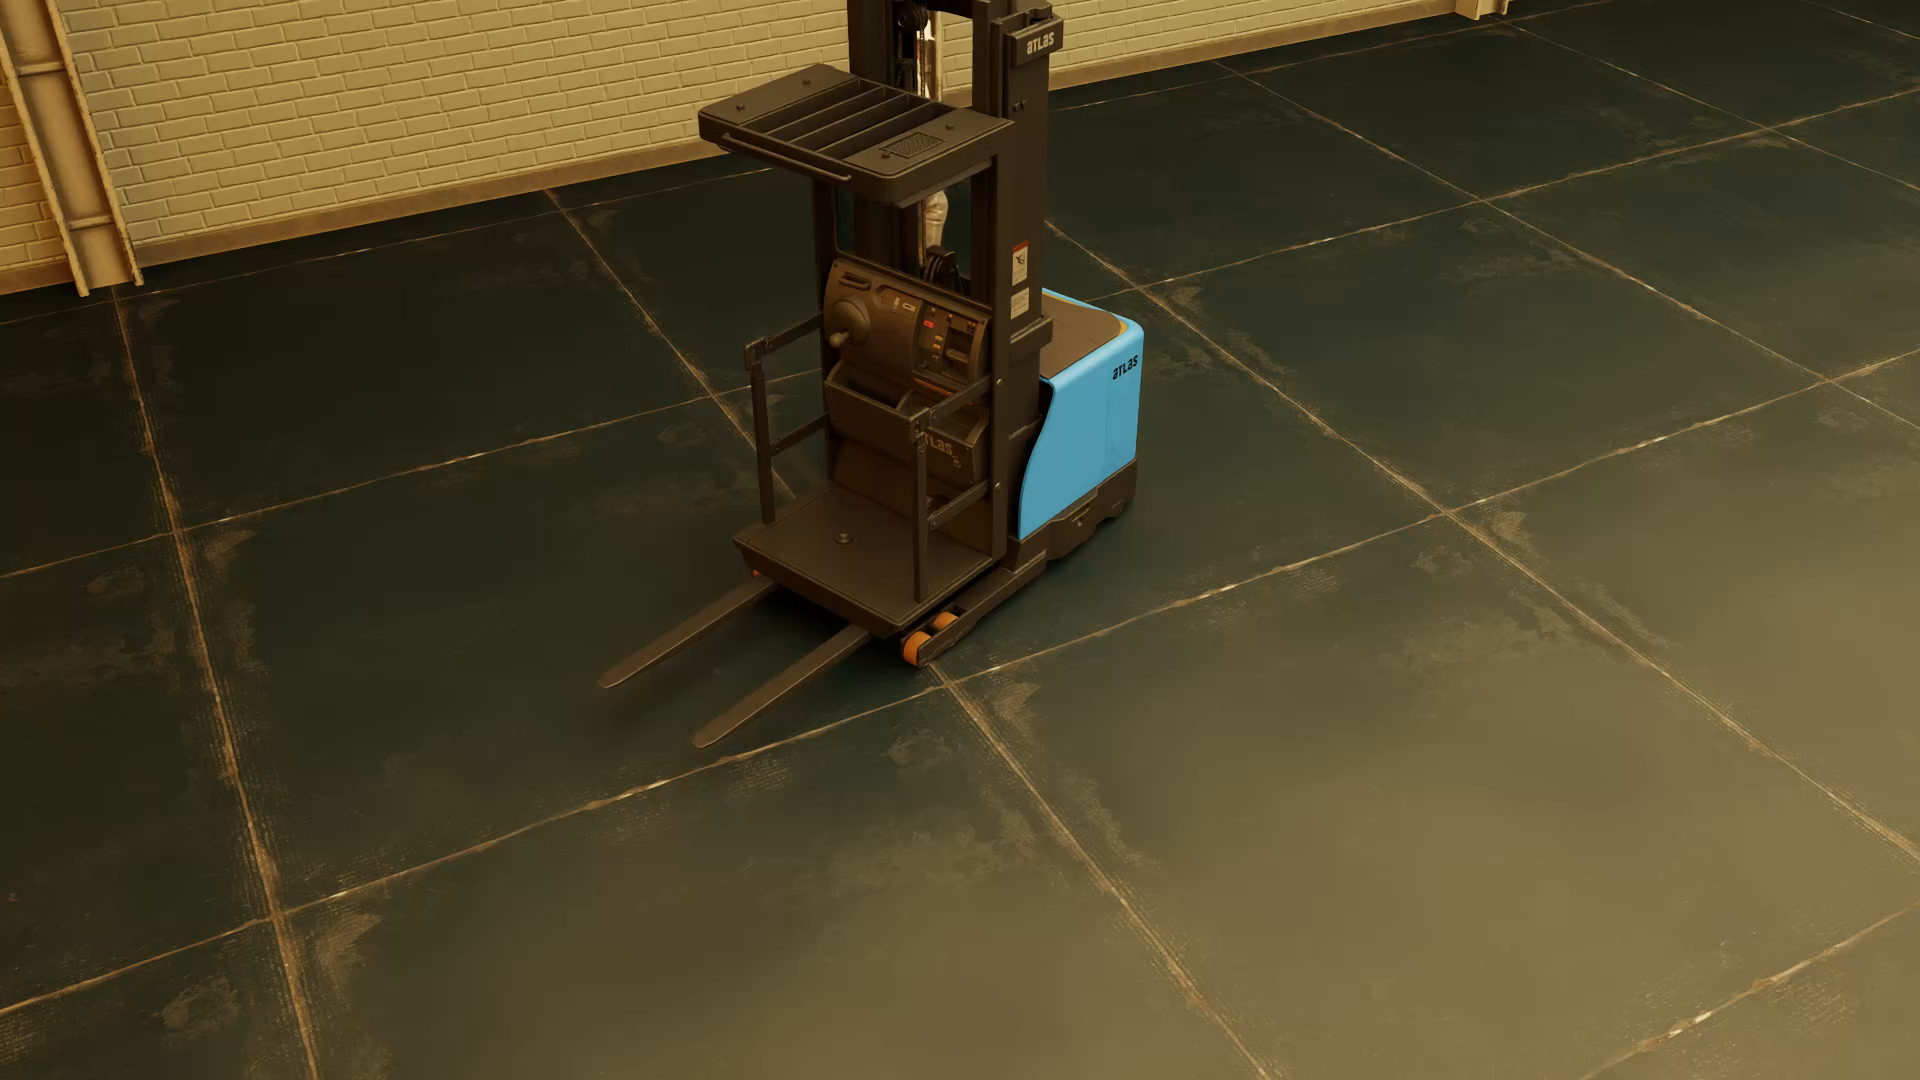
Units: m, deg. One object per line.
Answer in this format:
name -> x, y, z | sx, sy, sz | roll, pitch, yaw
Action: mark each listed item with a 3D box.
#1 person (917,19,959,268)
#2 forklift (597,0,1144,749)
person -> -0.301, -2.569, 10.801 | 0.515, 1.740, 0.728 | -10, 37, -14
forklift -> -0.390, -0.927, 7.434 | 1.130, 2.935, 3.031 | 26, 43, 31
